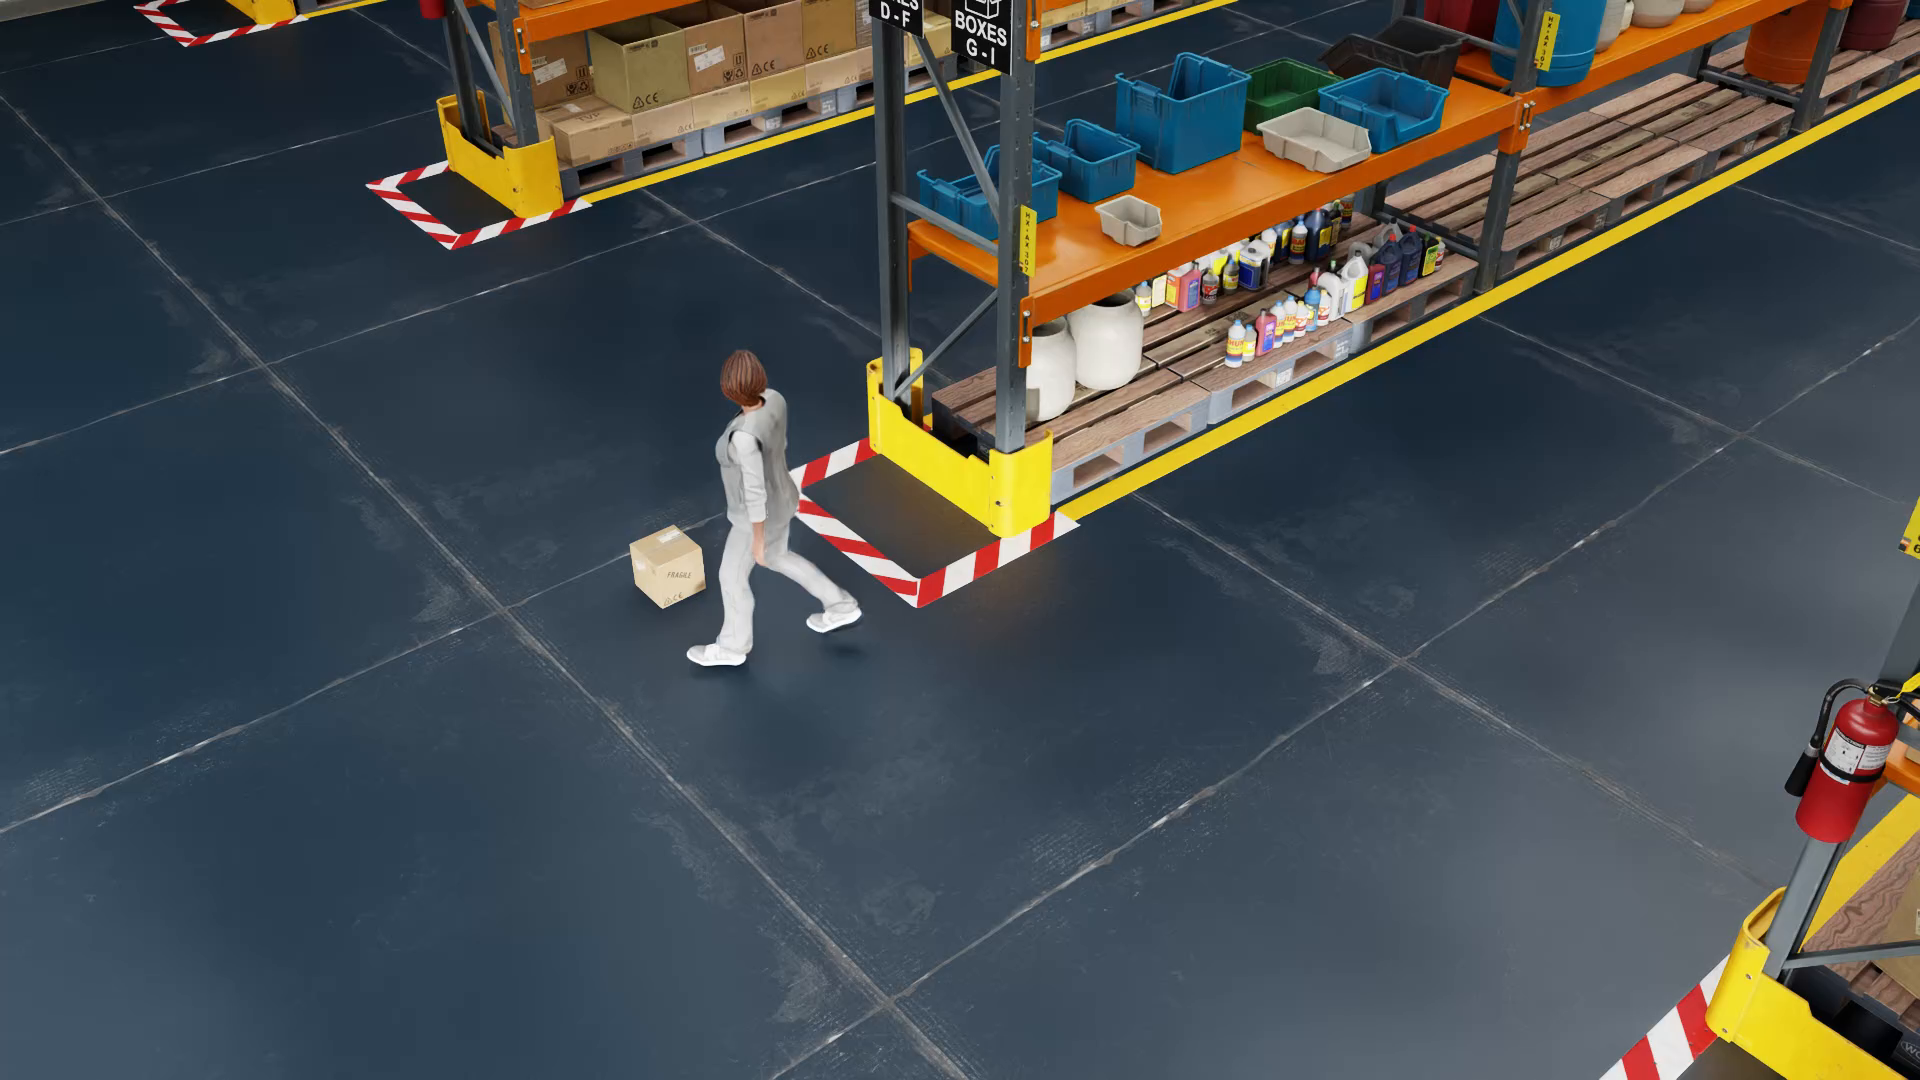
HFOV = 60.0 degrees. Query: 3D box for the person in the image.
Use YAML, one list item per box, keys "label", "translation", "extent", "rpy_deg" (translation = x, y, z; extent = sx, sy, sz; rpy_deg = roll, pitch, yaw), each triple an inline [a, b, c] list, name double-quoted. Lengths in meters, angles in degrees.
- label: "person"
  translation: [-0.851, -0.122, 7.238]
  extent: [0.749, 1.557, 0.441]
  rpy_deg: [8, 37, 10]
